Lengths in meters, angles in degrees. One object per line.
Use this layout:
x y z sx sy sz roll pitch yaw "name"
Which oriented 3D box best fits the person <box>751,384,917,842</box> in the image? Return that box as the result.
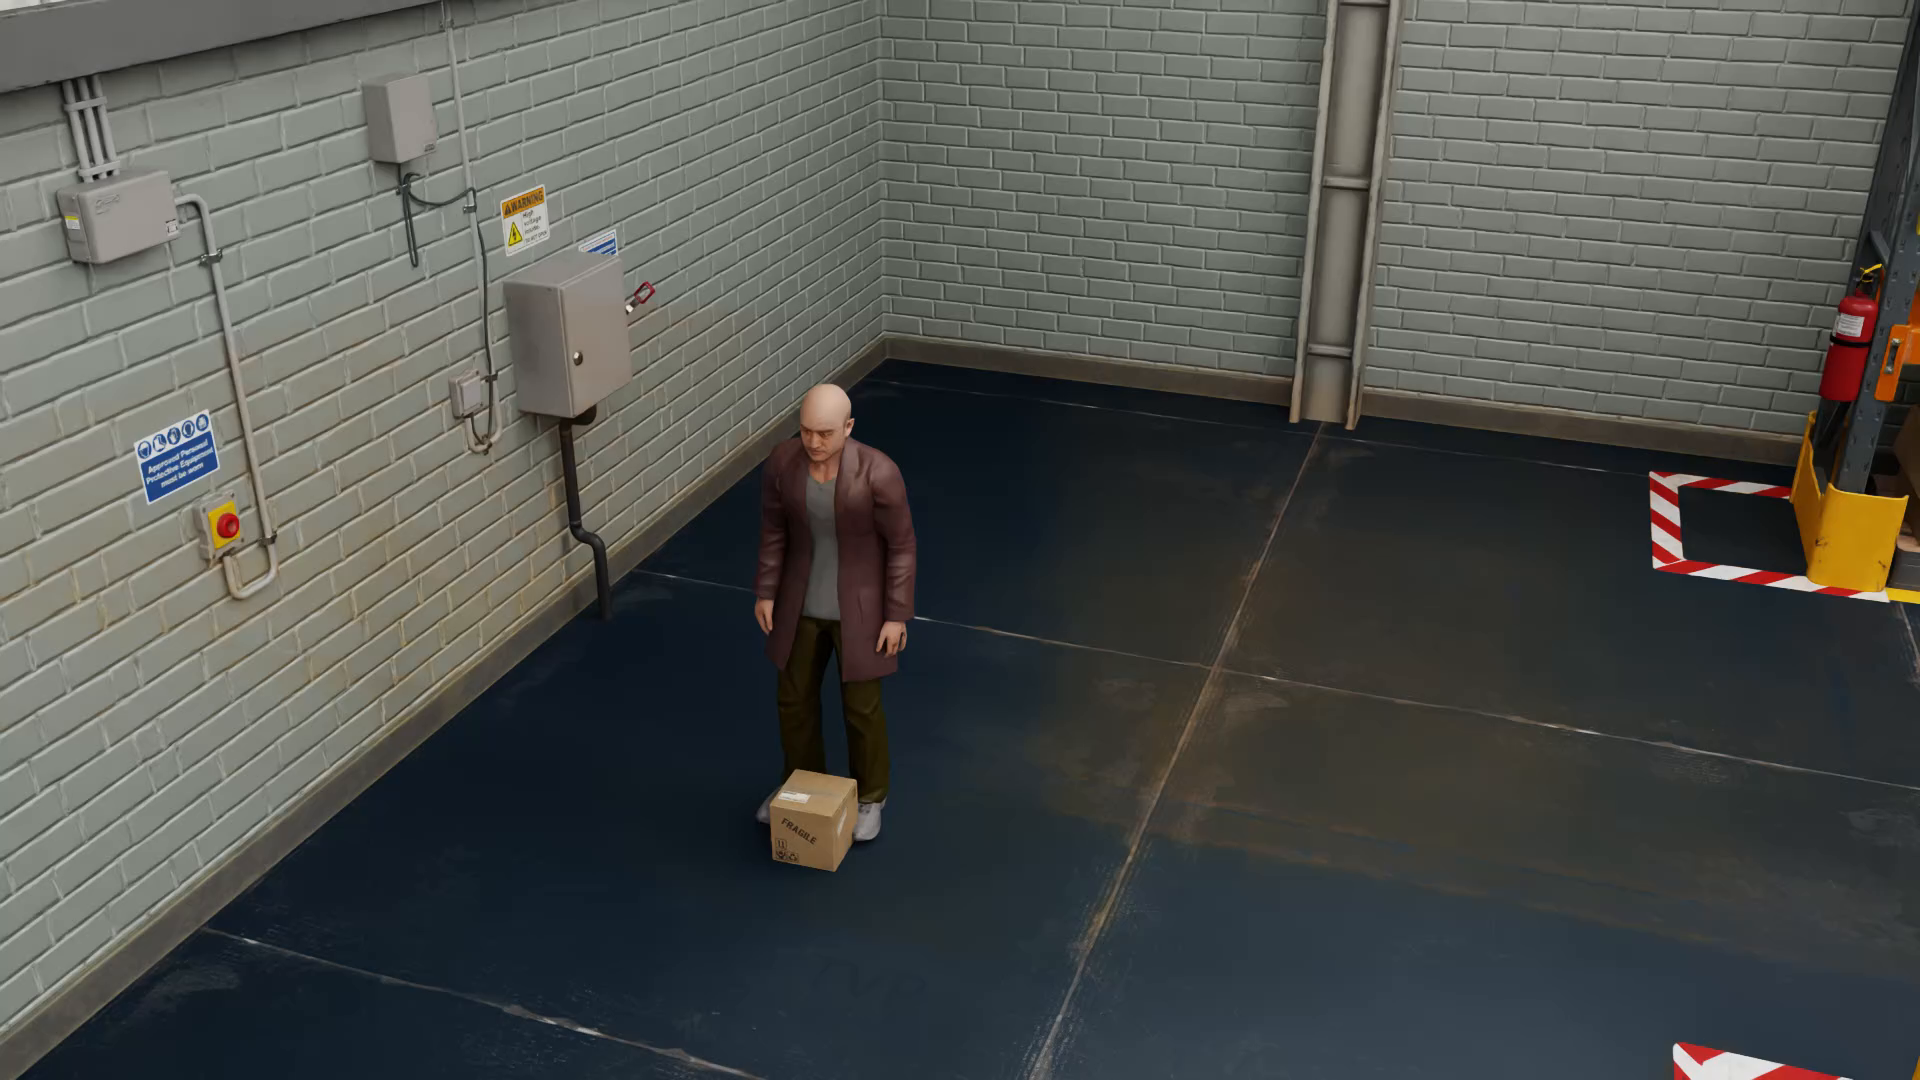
-0.468 0.252 6.096 0.641 1.773 0.428 9 27 17 "person"
